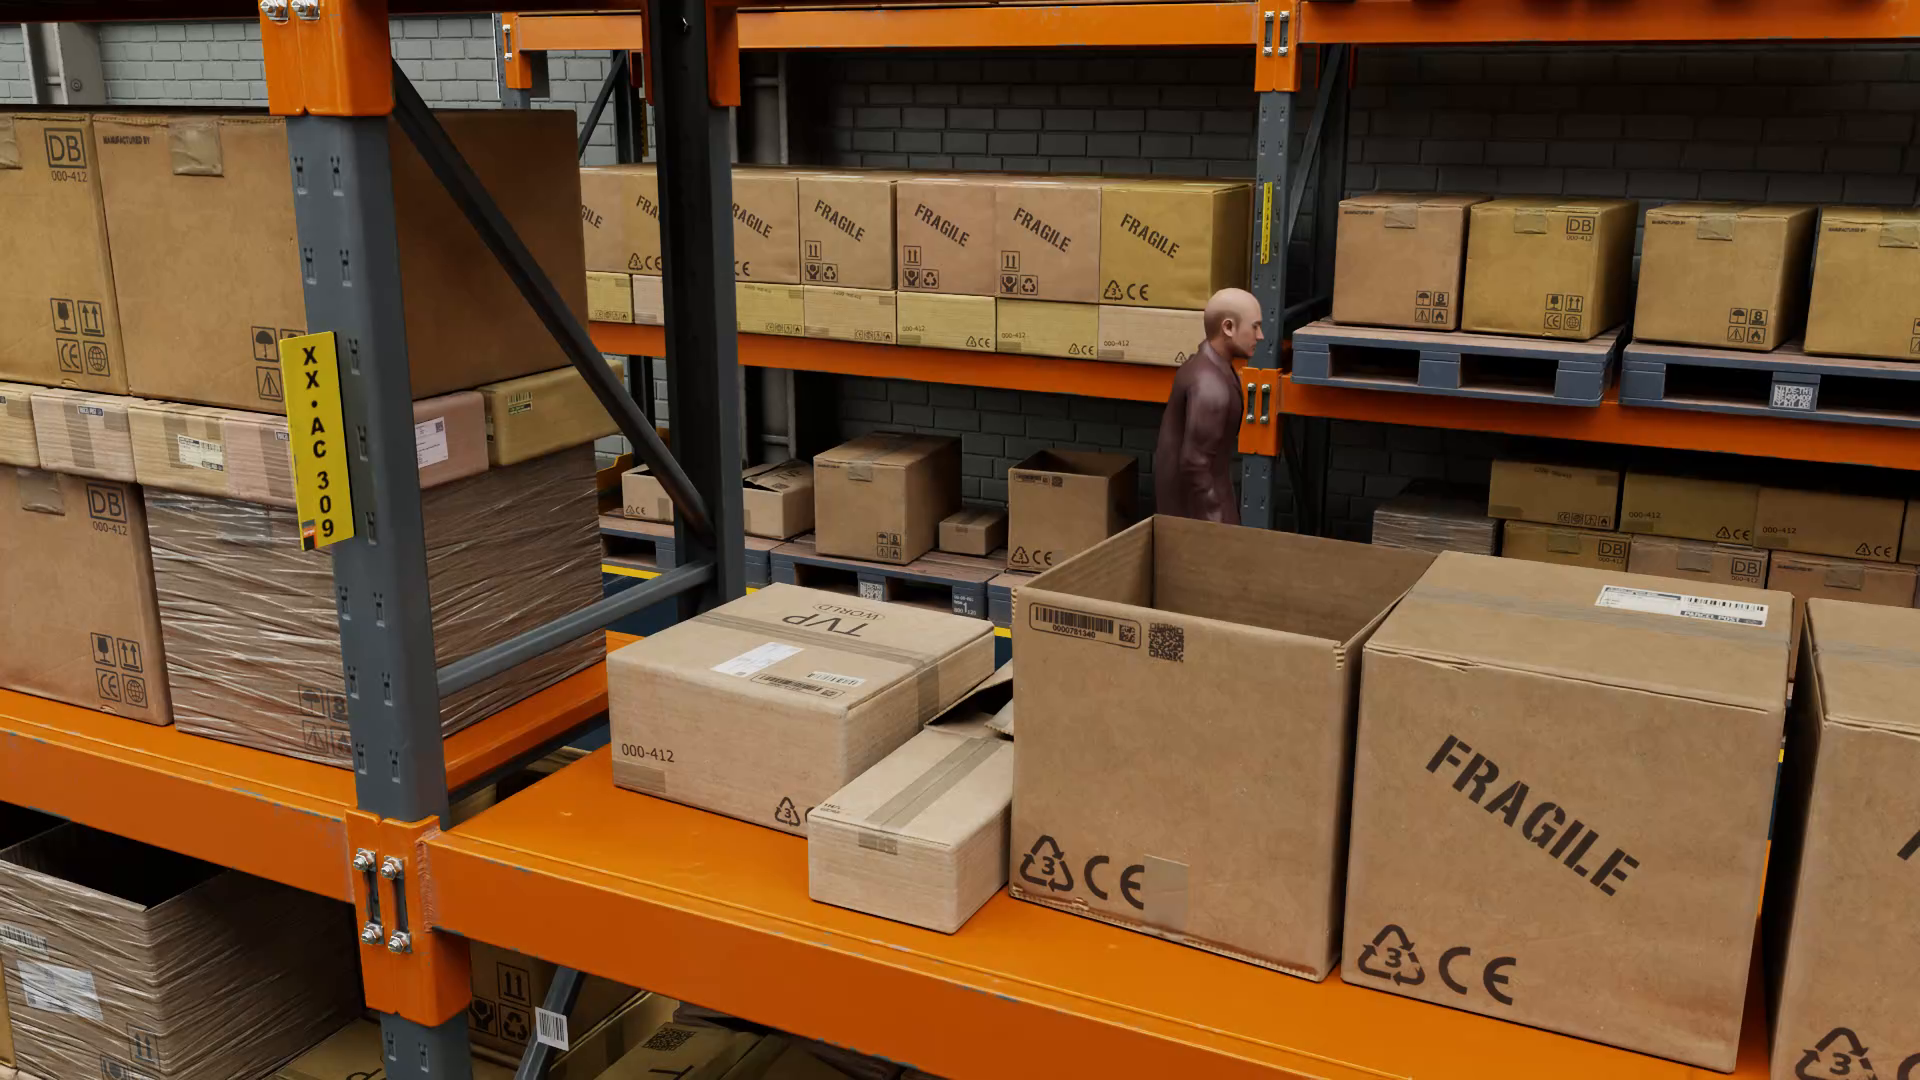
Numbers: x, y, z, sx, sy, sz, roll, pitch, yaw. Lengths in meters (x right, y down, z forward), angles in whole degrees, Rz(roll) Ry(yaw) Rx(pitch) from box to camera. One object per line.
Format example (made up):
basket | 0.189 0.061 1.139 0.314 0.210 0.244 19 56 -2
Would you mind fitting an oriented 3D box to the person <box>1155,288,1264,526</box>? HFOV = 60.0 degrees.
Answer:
person | 0.933 -0.053 6.246 0.415 1.774 0.655 3 16 10
